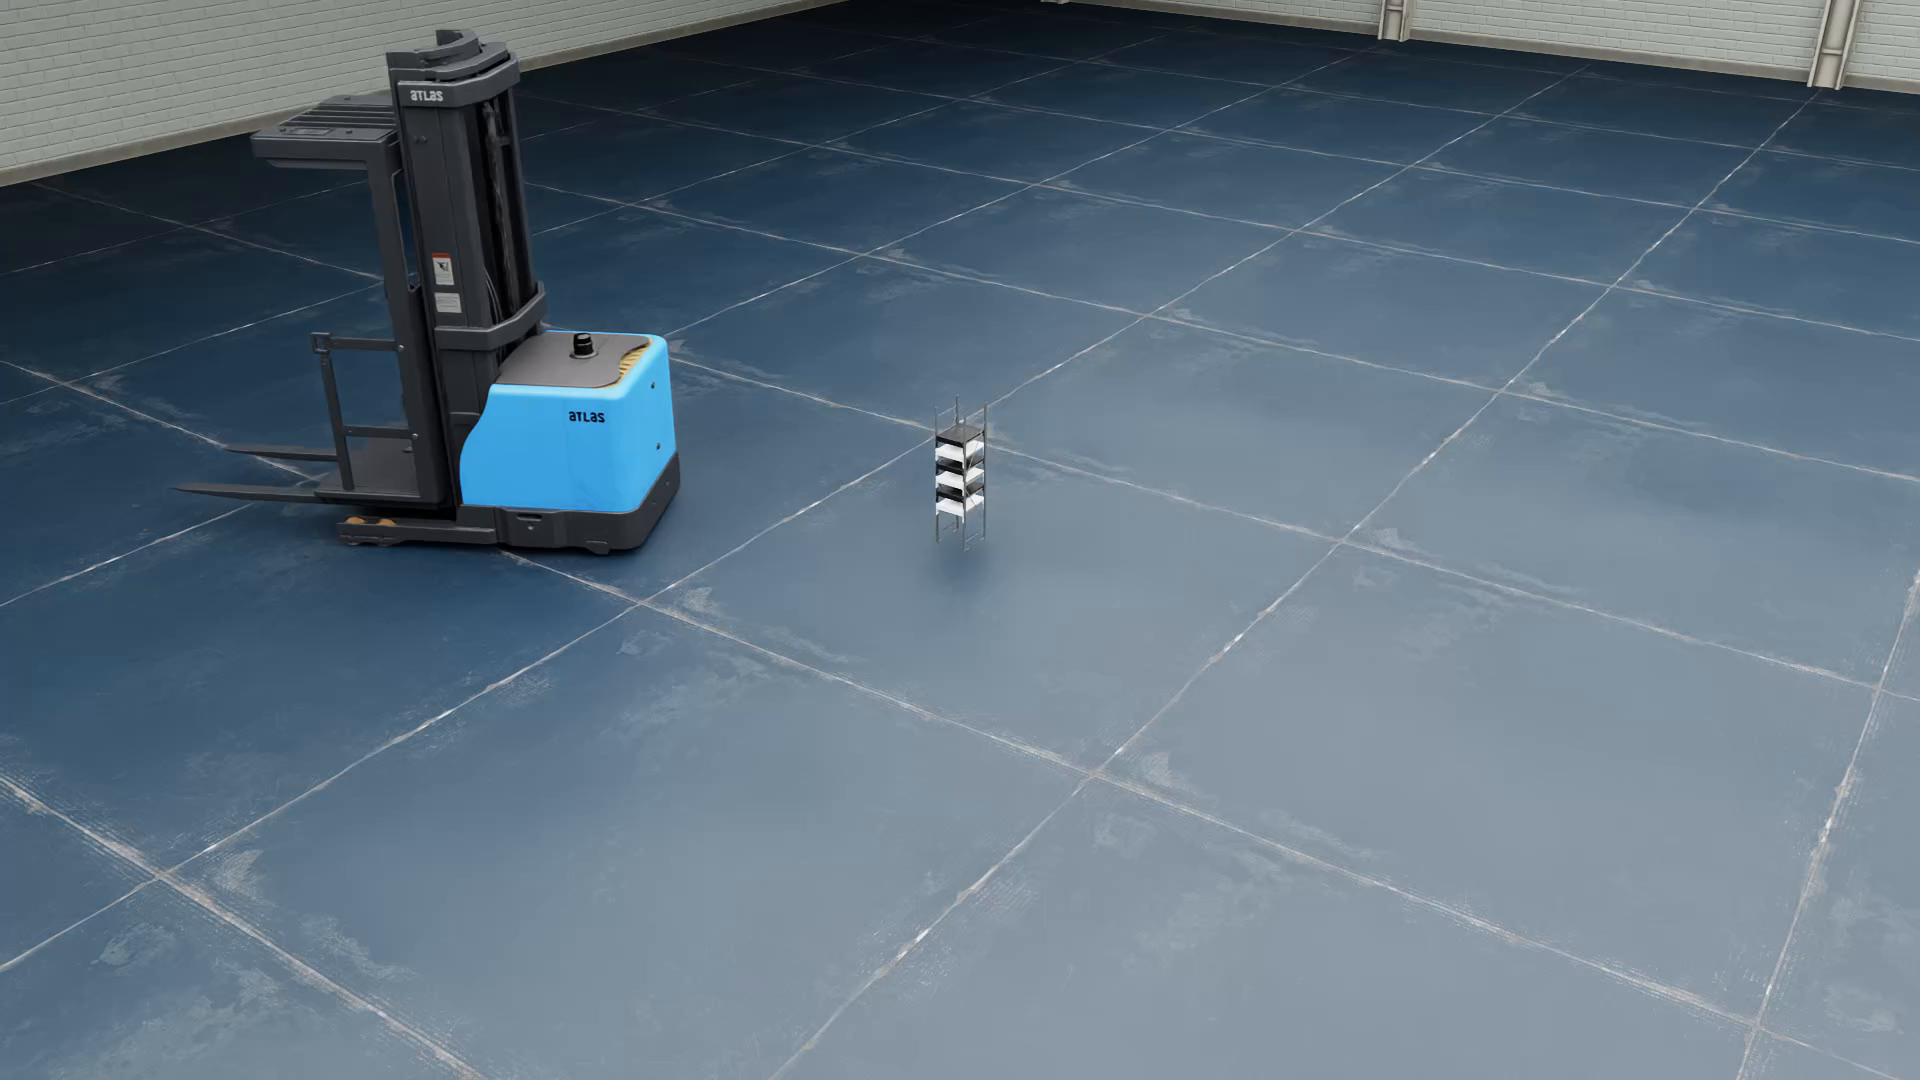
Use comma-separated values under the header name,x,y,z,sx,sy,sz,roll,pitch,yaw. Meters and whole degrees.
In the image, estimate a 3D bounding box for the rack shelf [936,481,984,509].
name,x,y,z,sx,sy,sz,roll,pitch,yaw
rack shelf,0.007,-0.289,10.098,0.200,0.077,0.258,17,32,30

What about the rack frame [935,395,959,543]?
name,x,y,z,sx,sy,sz,roll,pitch,yaw
rack frame,-0.077,-0.425,10.093,0.006,0.900,0.240,17,32,30

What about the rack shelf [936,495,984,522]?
name,x,y,z,sx,sy,sz,roll,pitch,yaw
rack shelf,0.007,-0.209,10.139,0.200,0.077,0.258,17,32,30

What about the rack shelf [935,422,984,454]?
name,x,y,z,sx,sy,sz,roll,pitch,yaw
rack shelf,0.007,-0.610,9.934,0.200,0.077,0.258,17,32,30

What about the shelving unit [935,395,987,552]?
name,x,y,z,sx,sy,sz,roll,pitch,yaw
shelving unit,0.007,-0.399,10.042,0.210,0.900,0.258,17,32,30

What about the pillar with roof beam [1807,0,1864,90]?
name,x,y,z,sx,sy,sz,roll,pitch,yaw
pillar with roof beam,9.067,-8.439,16.912,0.400,9.000,9.100,17,32,30

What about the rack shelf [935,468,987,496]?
name,x,y,z,sx,sy,sz,roll,pitch,yaw
rack shelf,0.007,-0.369,10.057,0.200,0.077,0.258,17,32,30

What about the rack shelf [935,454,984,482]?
name,x,y,z,sx,sy,sz,roll,pitch,yaw
rack shelf,0.007,-0.449,10.016,0.200,0.077,0.258,17,32,30

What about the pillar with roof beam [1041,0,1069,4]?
name,x,y,z,sx,sy,sz,roll,pitch,yaw
pillar with roof beam,-0.825,-11.521,22.967,0.400,9.000,9.100,17,32,30

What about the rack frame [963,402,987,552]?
name,x,y,z,sx,sy,sz,roll,pitch,yaw
rack frame,0.090,-0.373,9.990,0.006,0.900,0.240,17,32,30

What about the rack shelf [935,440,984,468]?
name,x,y,z,sx,sy,sz,roll,pitch,yaw
rack shelf,0.007,-0.530,9.975,0.200,0.077,0.258,17,32,30

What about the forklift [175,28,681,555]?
name,x,y,z,sx,sy,sz,roll,pitch,yaw
forklift,-3.371,-1.499,9.963,3.031,2.935,1.130,3,27,6

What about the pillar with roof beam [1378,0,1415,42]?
name,x,y,z,sx,sy,sz,roll,pitch,yaw
pillar with roof beam,4.121,-9.980,19.939,0.400,9.000,9.100,17,32,30
